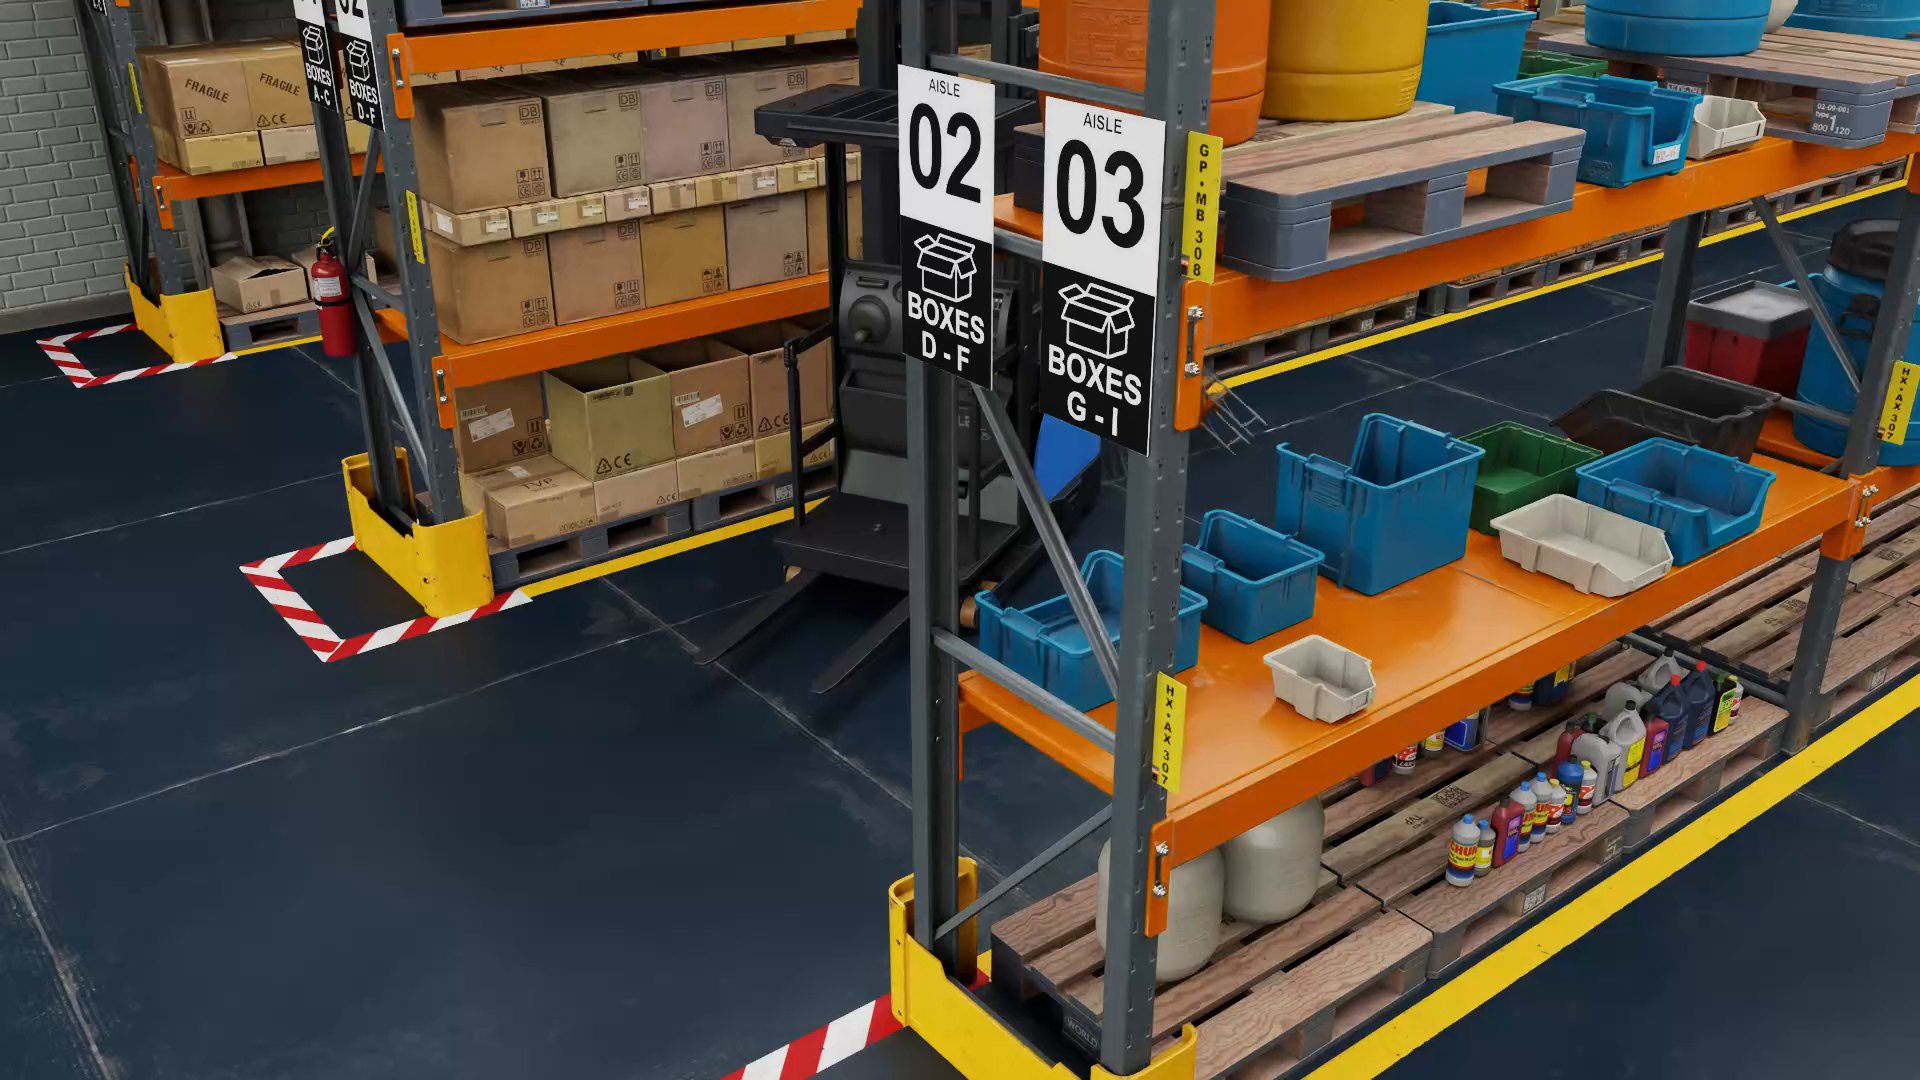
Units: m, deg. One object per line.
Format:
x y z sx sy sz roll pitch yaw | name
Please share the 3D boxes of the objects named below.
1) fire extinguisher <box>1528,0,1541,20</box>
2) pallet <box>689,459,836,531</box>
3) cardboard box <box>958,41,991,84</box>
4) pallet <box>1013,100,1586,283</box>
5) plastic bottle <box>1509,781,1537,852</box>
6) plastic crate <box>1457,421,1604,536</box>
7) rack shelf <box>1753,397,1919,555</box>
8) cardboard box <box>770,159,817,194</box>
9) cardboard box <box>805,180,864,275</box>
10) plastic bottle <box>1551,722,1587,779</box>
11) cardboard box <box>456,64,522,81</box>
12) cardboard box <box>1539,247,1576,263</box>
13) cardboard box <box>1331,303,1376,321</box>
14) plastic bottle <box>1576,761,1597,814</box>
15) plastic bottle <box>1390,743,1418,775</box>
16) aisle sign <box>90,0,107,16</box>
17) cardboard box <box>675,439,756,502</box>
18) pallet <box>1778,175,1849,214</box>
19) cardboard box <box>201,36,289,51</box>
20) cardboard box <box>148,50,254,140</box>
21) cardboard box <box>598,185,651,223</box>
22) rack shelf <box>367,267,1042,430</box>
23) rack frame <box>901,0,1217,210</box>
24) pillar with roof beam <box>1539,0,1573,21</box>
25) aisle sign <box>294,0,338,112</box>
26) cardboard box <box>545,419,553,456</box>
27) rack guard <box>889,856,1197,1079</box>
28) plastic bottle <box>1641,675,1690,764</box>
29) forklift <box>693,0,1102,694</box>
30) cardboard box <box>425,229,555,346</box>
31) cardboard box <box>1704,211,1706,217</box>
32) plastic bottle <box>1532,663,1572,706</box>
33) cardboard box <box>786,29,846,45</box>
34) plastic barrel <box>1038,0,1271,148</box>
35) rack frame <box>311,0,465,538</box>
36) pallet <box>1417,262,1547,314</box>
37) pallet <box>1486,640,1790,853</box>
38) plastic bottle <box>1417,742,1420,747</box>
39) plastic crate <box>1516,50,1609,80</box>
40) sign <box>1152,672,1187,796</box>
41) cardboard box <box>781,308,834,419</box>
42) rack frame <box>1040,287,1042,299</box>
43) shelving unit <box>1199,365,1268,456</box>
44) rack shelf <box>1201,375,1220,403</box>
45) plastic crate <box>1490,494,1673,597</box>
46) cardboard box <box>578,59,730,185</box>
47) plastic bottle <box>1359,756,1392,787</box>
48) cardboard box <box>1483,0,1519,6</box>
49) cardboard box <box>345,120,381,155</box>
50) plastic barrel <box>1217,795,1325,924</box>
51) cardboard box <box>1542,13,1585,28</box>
7.082 -6.678 20.611 0.183 0.674 0.296 -18 31 -34 | fire extinguisher
-1.317 -0.463 9.996 1.213 0.211 1.003 -18 31 -34 | pallet
-0.050 -2.755 9.964 0.500 0.500 0.700 -18 30 -34 | cardboard box
0.913 -1.016 4.536 1.213 0.211 1.003 -18 31 -34 | pallet
2.090 1.023 6.201 0.097 0.271 0.097 0 25 0 | plastic bottle
2.107 -0.242 6.460 0.662 0.188 0.450 -18 31 -34 | plastic crate
4.923 -0.790 8.244 4.000 0.370 1.077 -18 31 -34 | rack shelf
-0.993 -2.038 9.188 0.250 0.149 0.380 -17 30 -32 | cardboard box
-0.858 -1.899 9.659 0.500 0.500 0.700 -18 30 -33 | cardboard box
2.419 0.838 6.586 0.133 0.283 0.061 -18 31 -34 | plastic bottle
-3.737 -3.676 12.872 0.500 0.500 0.500 -19 31 -35 | cardboard box
4.784 -2.634 13.809 0.500 0.500 0.500 -19 31 -35 | cardboard box
2.776 -1.869 12.481 0.500 0.250 0.500 -19 31 -35 | cardboard box
2.409 0.950 6.442 0.097 0.201 0.097 0 25 0 | plastic bottle
1.792 0.833 6.693 0.097 0.201 0.097 0 25 0 | plastic bottle
-5.783 -3.901 11.004 0.004 0.787 0.394 -18 31 -34 | aisle sign
-1.508 -0.470 9.466 0.500 0.250 0.500 -18 31 -34 | cardboard box
8.093 -3.549 16.646 1.213 0.211 1.003 -18 31 -34 | pallet
-5.270 -3.442 12.366 0.500 0.500 0.500 -18 30 -33 | cardboard box
-5.351 -3.146 11.728 0.500 0.500 0.500 -18 31 -34 | cardboard box
-1.807 -1.769 8.609 0.250 0.149 0.380 -19 31 -35 | cardboard box
-1.278 -1.393 9.543 4.000 0.370 1.077 -18 31 -34 | rack shelf
0.201 -2.279 3.472 0.127 3.000 1.000 -18 31 -34 | rack frame
10.926 -9.279 18.555 0.400 9.000 9.100 -18 31 -34 | pillar with roof beam
-3.085 -2.459 7.898 0.004 0.787 0.394 -18 31 -34 | aisle sign
-2.226 -0.514 9.562 0.500 0.250 0.500 -18 31 -34 | cardboard box
0.232 1.540 5.337 0.348 0.500 1.175 -18 31 -34 | rack guard
2.869 0.717 6.765 0.185 0.351 0.144 -20 32 -37 | plastic bottle
-0.265 -1.092 8.121 1.130 2.935 3.031 11 27 23 | forklift
-2.477 -1.362 8.503 0.500 0.500 0.700 -18 31 -34 | cardboard box
6.379 -3.160 14.942 0.500 0.500 0.500 -18 31 -34 | cardboard box
2.547 0.525 7.180 0.185 0.351 0.144 -18 31 -34 | plastic bottle
-1.400 -4.569 14.890 0.500 0.500 0.700 -14 28 -27 | cardboard box
0.506 -1.472 4.287 0.708 0.830 0.600 -18 31 -34 | plastic barrel
-2.852 -1.200 8.272 0.127 3.000 1.000 -18 31 -34 | rack frame
4.054 -2.195 13.728 1.213 0.211 1.003 -18 31 -34 | pallet
2.795 0.828 7.214 1.213 0.211 1.003 -18 31 -34 | pallet
1.828 0.685 6.835 0.185 0.351 0.144 -17 30 -32 | plastic bottle
1.940 -1.542 5.698 0.450 0.188 0.336 -18 31 -34 | plastic crate
0.538 0.500 4.281 0.005 0.325 0.100 -18 31 -34 | sign
-0.726 -1.072 9.874 0.500 0.500 0.500 -18 31 -34 | cardboard box
0.296 -2.239 10.511 0.127 3.000 1.000 -18 31 -34 | rack frame
1.402 -1.035 10.501 1.200 0.189 0.258 45 39 10 | shelving unit
1.517 -0.922 10.471 0.103 0.180 0.258 45 39 10 | rack shelf
2.228 0.028 5.939 0.437 0.136 0.530 -18 31 -34 | plastic crate
-1.629 -2.234 8.841 0.500 0.500 0.700 -18 30 -34 | cardboard box
1.658 0.831 6.601 0.133 0.283 0.061 -18 31 -34 | plastic bottle
6.284 -6.997 20.406 0.700 0.700 0.980 -17 30 -32 | cardboard box
-4.527 -3.073 12.462 0.500 0.250 0.500 -19 31 -35 | cardboard box
1.067 1.053 5.873 0.421 0.512 0.421 0 25 0 | plastic barrel
5.239 -4.074 13.847 0.700 0.500 0.500 18 30 33 | cardboard box
